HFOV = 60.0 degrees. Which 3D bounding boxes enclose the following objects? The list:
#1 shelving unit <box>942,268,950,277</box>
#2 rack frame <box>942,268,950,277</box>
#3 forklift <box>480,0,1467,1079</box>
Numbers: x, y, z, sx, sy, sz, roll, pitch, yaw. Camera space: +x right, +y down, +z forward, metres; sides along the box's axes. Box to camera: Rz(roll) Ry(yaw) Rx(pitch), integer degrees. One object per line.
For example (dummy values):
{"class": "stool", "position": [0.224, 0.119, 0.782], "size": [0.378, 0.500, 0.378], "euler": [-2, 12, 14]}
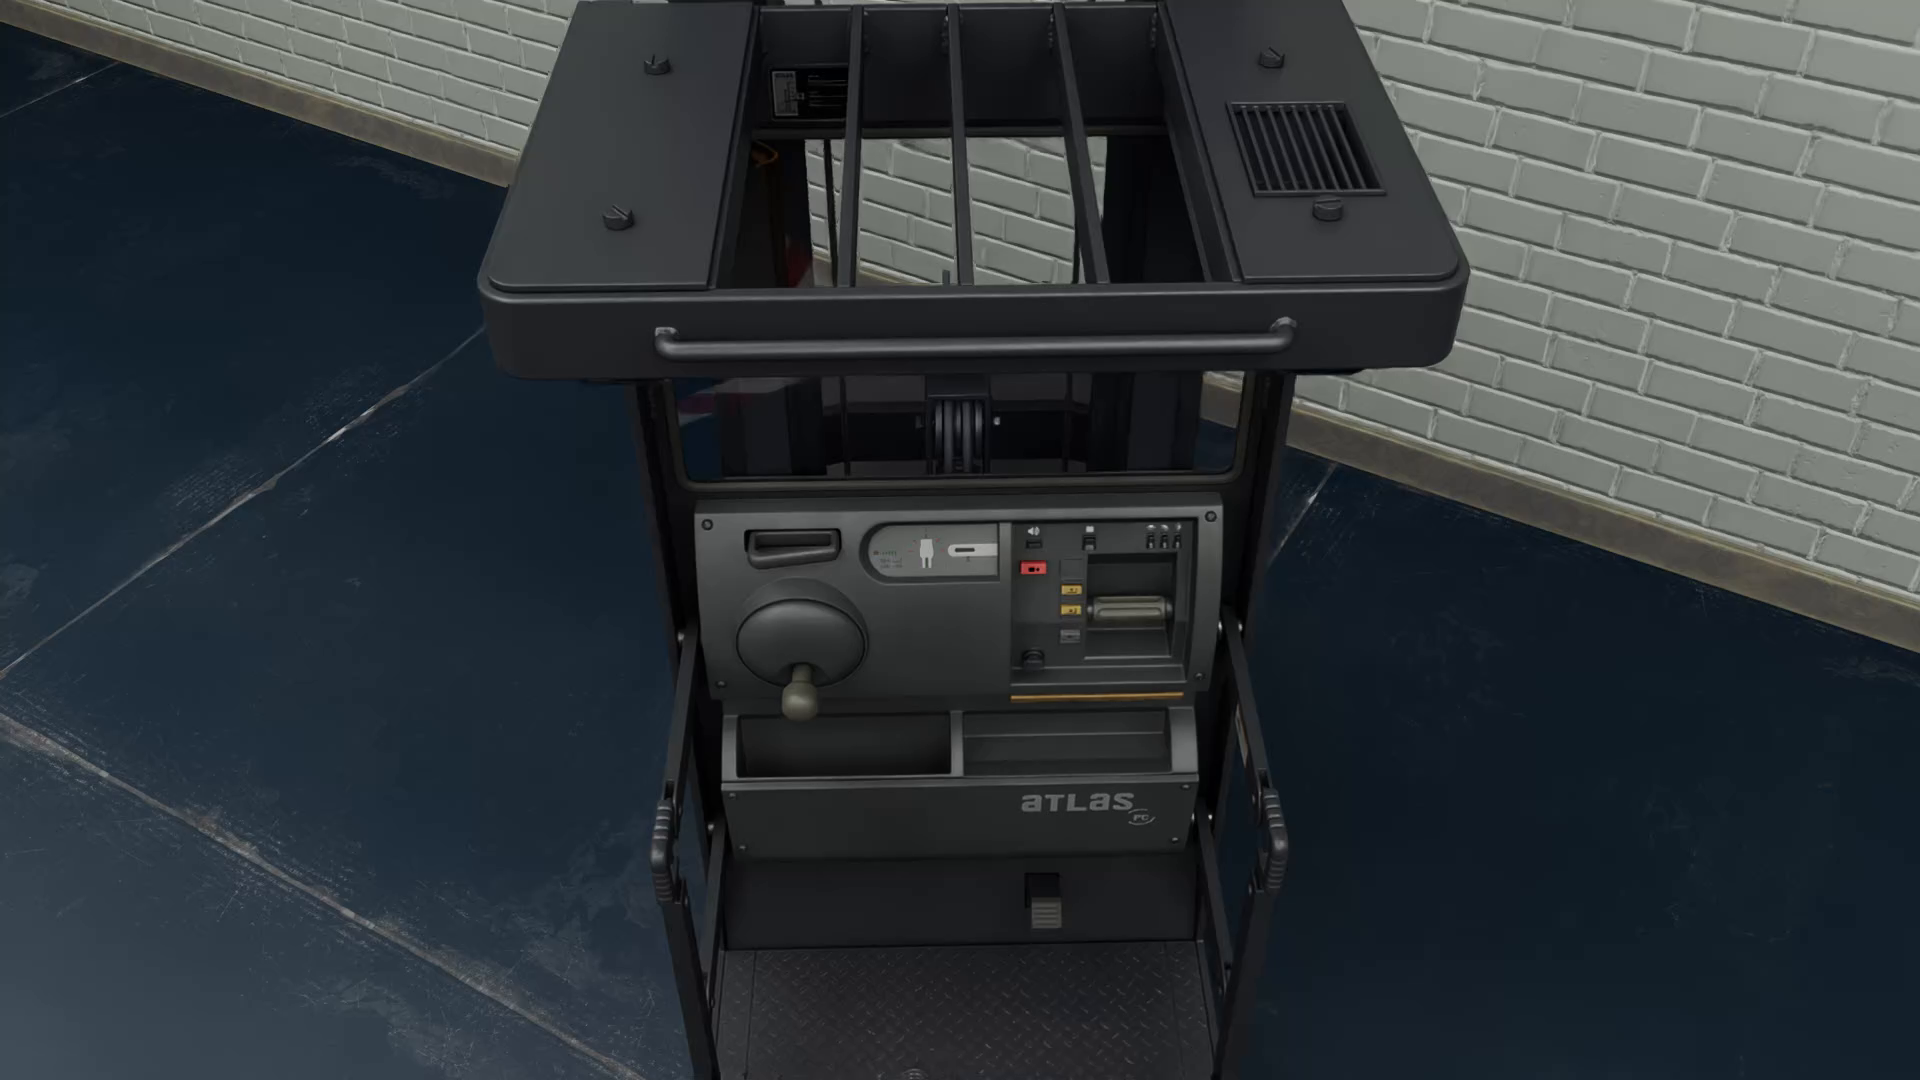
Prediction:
{"class": "shelving unit", "position": [0.004, -0.342, 4.958], "size": [0.258, 0.900, 0.210], "euler": [21, 45, 22]}
{"class": "rack frame", "position": [0.055, -0.401, 5.024], "size": [0.240, 0.900, 0.006], "euler": [21, 45, 22]}
{"class": "forklift", "position": [0.007, 0.190, 2.816], "size": [1.130, 2.935, 3.031], "euler": [-1, 41, -1]}
